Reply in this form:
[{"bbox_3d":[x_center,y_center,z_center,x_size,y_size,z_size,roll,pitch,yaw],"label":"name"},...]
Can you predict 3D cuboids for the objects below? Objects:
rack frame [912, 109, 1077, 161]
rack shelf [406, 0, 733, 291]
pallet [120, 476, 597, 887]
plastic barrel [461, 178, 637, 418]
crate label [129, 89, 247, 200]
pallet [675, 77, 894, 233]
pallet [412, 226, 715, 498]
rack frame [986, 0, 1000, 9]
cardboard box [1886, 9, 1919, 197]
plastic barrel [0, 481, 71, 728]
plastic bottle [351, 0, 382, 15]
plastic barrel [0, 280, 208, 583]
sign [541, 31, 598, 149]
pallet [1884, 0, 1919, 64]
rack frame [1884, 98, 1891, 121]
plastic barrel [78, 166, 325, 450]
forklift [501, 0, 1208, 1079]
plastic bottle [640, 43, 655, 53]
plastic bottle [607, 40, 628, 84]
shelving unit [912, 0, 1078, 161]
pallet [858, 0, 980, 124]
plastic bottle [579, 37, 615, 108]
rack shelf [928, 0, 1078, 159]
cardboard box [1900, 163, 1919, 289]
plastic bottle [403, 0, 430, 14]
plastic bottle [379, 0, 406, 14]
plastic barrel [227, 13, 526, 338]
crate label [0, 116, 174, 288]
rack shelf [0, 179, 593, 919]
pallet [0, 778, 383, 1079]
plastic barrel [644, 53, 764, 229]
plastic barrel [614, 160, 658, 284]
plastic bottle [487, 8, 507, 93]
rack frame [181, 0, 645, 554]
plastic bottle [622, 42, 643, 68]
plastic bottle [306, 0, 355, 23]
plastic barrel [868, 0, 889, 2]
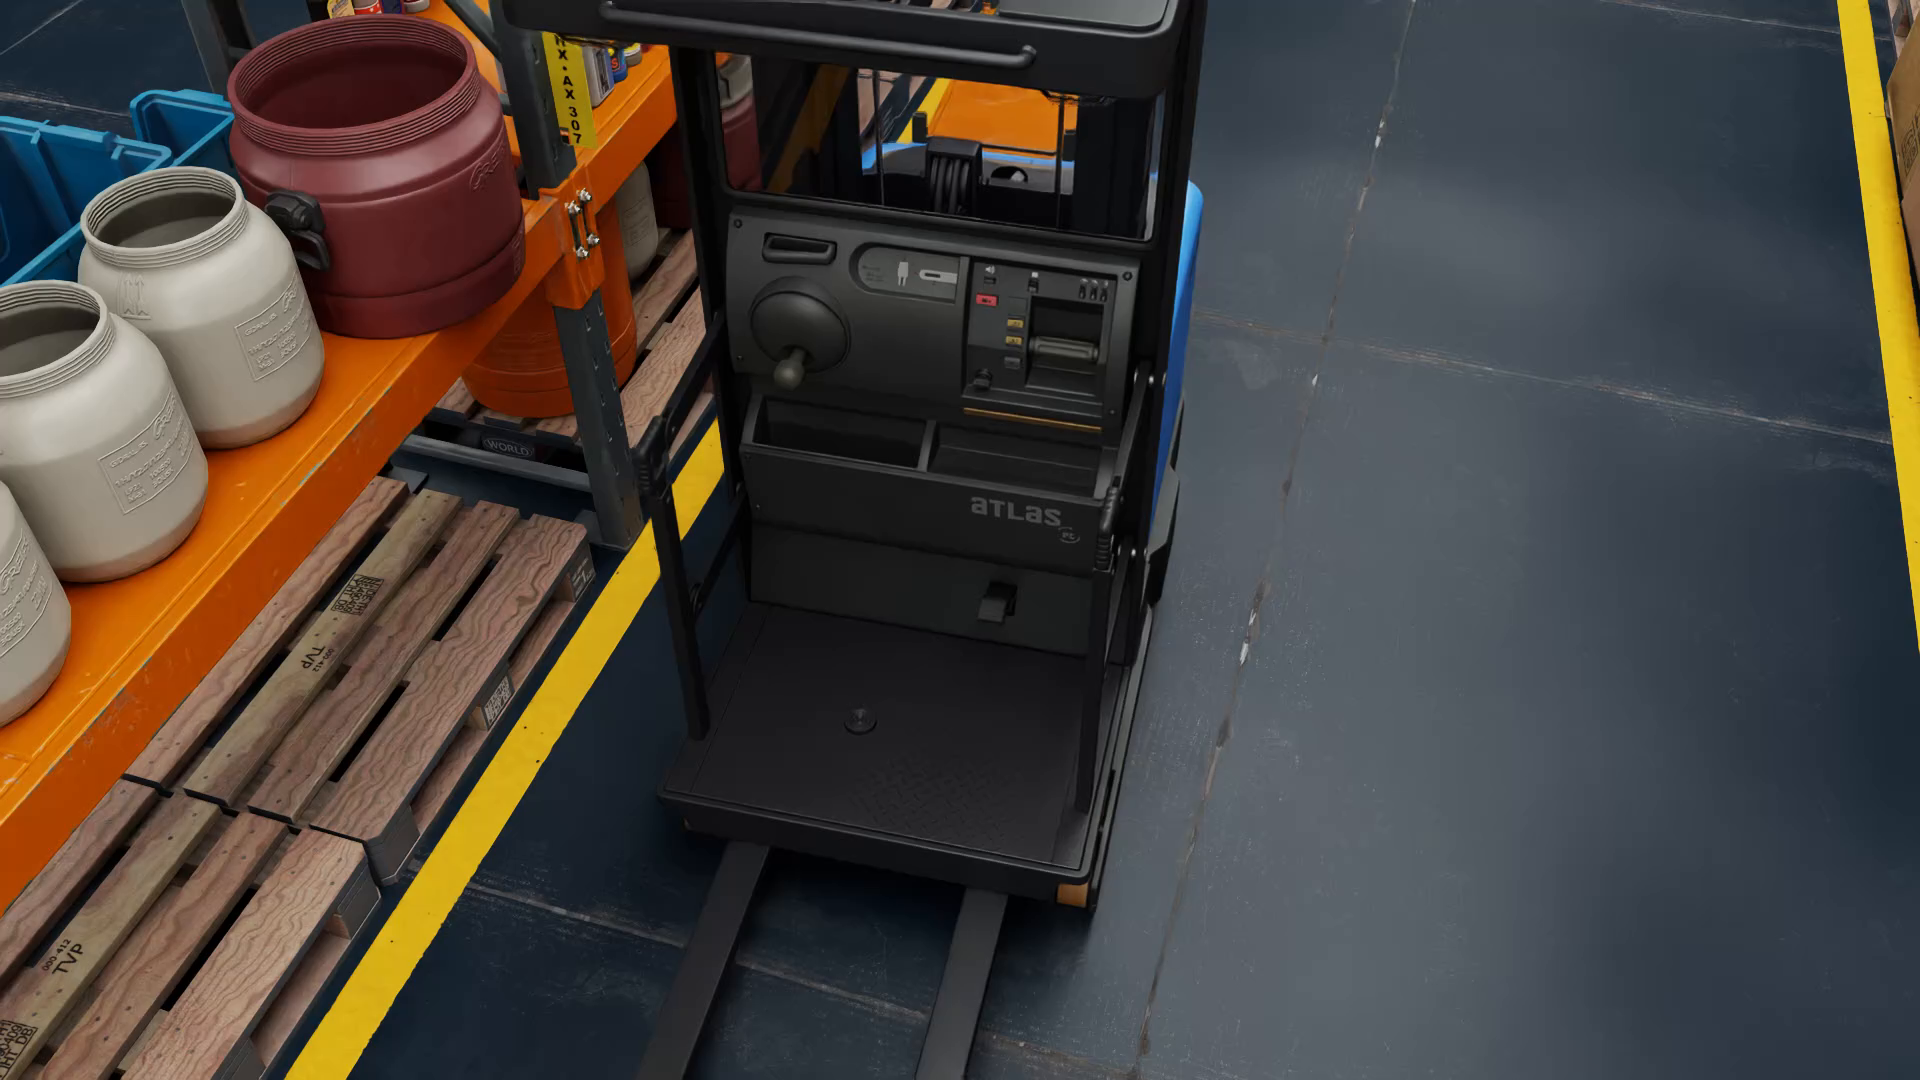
[{"bbox_3d":[0.104,-0.831,5.295,0.500,1.125,0.032,9,45,9],"label":"rack frame"},{"bbox_3d":[-0.891,-2.253,5.922,1.077,0.370,4.000,13,46,13],"label":"rack shelf"},{"bbox_3d":[-1.768,0.328,4.764,1.003,0.211,1.213,13,46,13],"label":"pallet"},{"bbox_3d":[-1.365,-0.881,5.257,0.600,0.830,0.708,13,46,13],"label":"plastic barrel"},{"bbox_3d":[-1.981,-0.916,4.161,0.303,0.233,0.416,13,46,13],"label":"crate label"},{"bbox_3d":[-0.926,-1.525,6.658,1.003,0.211,1.213,13,46,13],"label":"pallet"},{"bbox_3d":[-1.298,-0.715,5.829,1.003,0.211,1.213,13,46,13],"label":"pallet"},{"bbox_3d":[0.335,-1.523,6.002,0.500,1.125,0.032,9,45,9],"label":"rack frame"},{"bbox_3d":[4.260,-1.754,6.117,1.225,0.875,0.875,13,46,13],"label":"cardboard box"},{"bbox_3d":[-1.856,0.072,2.934,0.433,0.535,0.433,0,44,0],"label":"plastic barrel"},{"bbox_3d":[-1.728,-1.539,4.820,0.097,0.201,0.097,0,44,0],"label":"plastic bottle"},{"bbox_3d":[-1.732,-0.205,3.235,0.421,0.512,0.421,0,44,0],"label":"plastic barrel"},{"bbox_3d":[-0.970,-1.123,4.137,0.100,0.325,0.005,13,46,13],"label":"sign"},{"bbox_3d":[4.740,-2.288,7.437,1.003,0.211,1.213,13,46,13],"label":"pallet"},{"bbox_3d":[4.435,-2.794,5.961,1.000,3.000,0.127,13,46,13],"label":"rack frame"},{"bbox_3d":[-1.605,-0.486,3.522,0.421,0.512,0.421,0,44,0],"label":"plastic barrel"},{"bbox_3d":[-0.120,-0.403,3.566,1.130,2.935,3.031,9,45,9],"label":"forklift"},{"bbox_3d":[-0.915,-1.565,4.788,0.061,0.283,0.133,13,46,13],"label":"plastic bottle"},{"bbox_3d":[-0.996,-1.422,4.651,0.097,0.271,0.097,0,44,0],"label":"plastic bottle"},{"bbox_3d":[0.220,-1.177,5.648,0.538,1.125,1.048,9,45,9],"label":"shelving unit"},{"bbox_3d":[-0.559,-2.341,7.491,1.003,0.211,1.213,13,46,13],"label":"pallet"},{"bbox_3d":[-1.058,-1.352,4.576,0.152,0.276,0.135,13,46,13],"label":"plastic bottle"},{"bbox_3d":[0.220,-1.386,5.444,0.538,0.278,1.000,9,45,9],"label":"rack shelf"},{"bbox_3d":[3.991,-1.158,5.508,1.225,0.875,0.875,11,45,11],"label":"cardboard box"},{"bbox_3d":[-1.659,-1.693,4.977,0.097,0.201,0.097,0,44,0],"label":"plastic bottle"},{"bbox_3d":[-1.711,-1.649,4.874,0.061,0.283,0.133,13,46,13],"label":"plastic bottle"},{"bbox_3d":[-1.348,-0.852,3.879,0.600,0.536,0.708,13,46,13],"label":"plastic barrel"},{"bbox_3d":[-2.055,-0.585,3.677,0.502,0.435,0.616,13,46,13],"label":"crate label"},{"bbox_3d":[-2.102,0.413,3.197,1.077,0.370,4.000,13,46,13],"label":"rack shelf"},{"bbox_3d":[-2.140,1.138,3.936,1.003,0.211,1.213,13,46,13],"label":"pallet"},{"bbox_3d":[-1.023,-1.548,6.111,0.600,0.588,0.708,13,46,13],"label":"plastic barrel"},{"bbox_3d":[-1.279,-1.163,5.772,0.421,0.512,0.421,0,44,0],"label":"plastic barrel"},{"bbox_3d":[-1.203,-1.385,4.609,0.152,0.276,0.135,13,46,13],"label":"plastic bottle"},{"bbox_3d":[-1.497,-1.177,4.308,1.000,3.000,0.127,13,46,13],"label":"rack frame"},{"bbox_3d":[-0.967,-1.462,4.742,0.097,0.201,0.097,0,44,0],"label":"plastic bottle"},{"bbox_3d":[-1.781,-1.495,4.717,0.061,0.283,0.133,13,46,13],"label":"plastic bottle"},{"bbox_3d":[-0.466,-2.884,7.253,0.600,0.901,0.708,13,46,13],"label":"plastic barrel"}]
